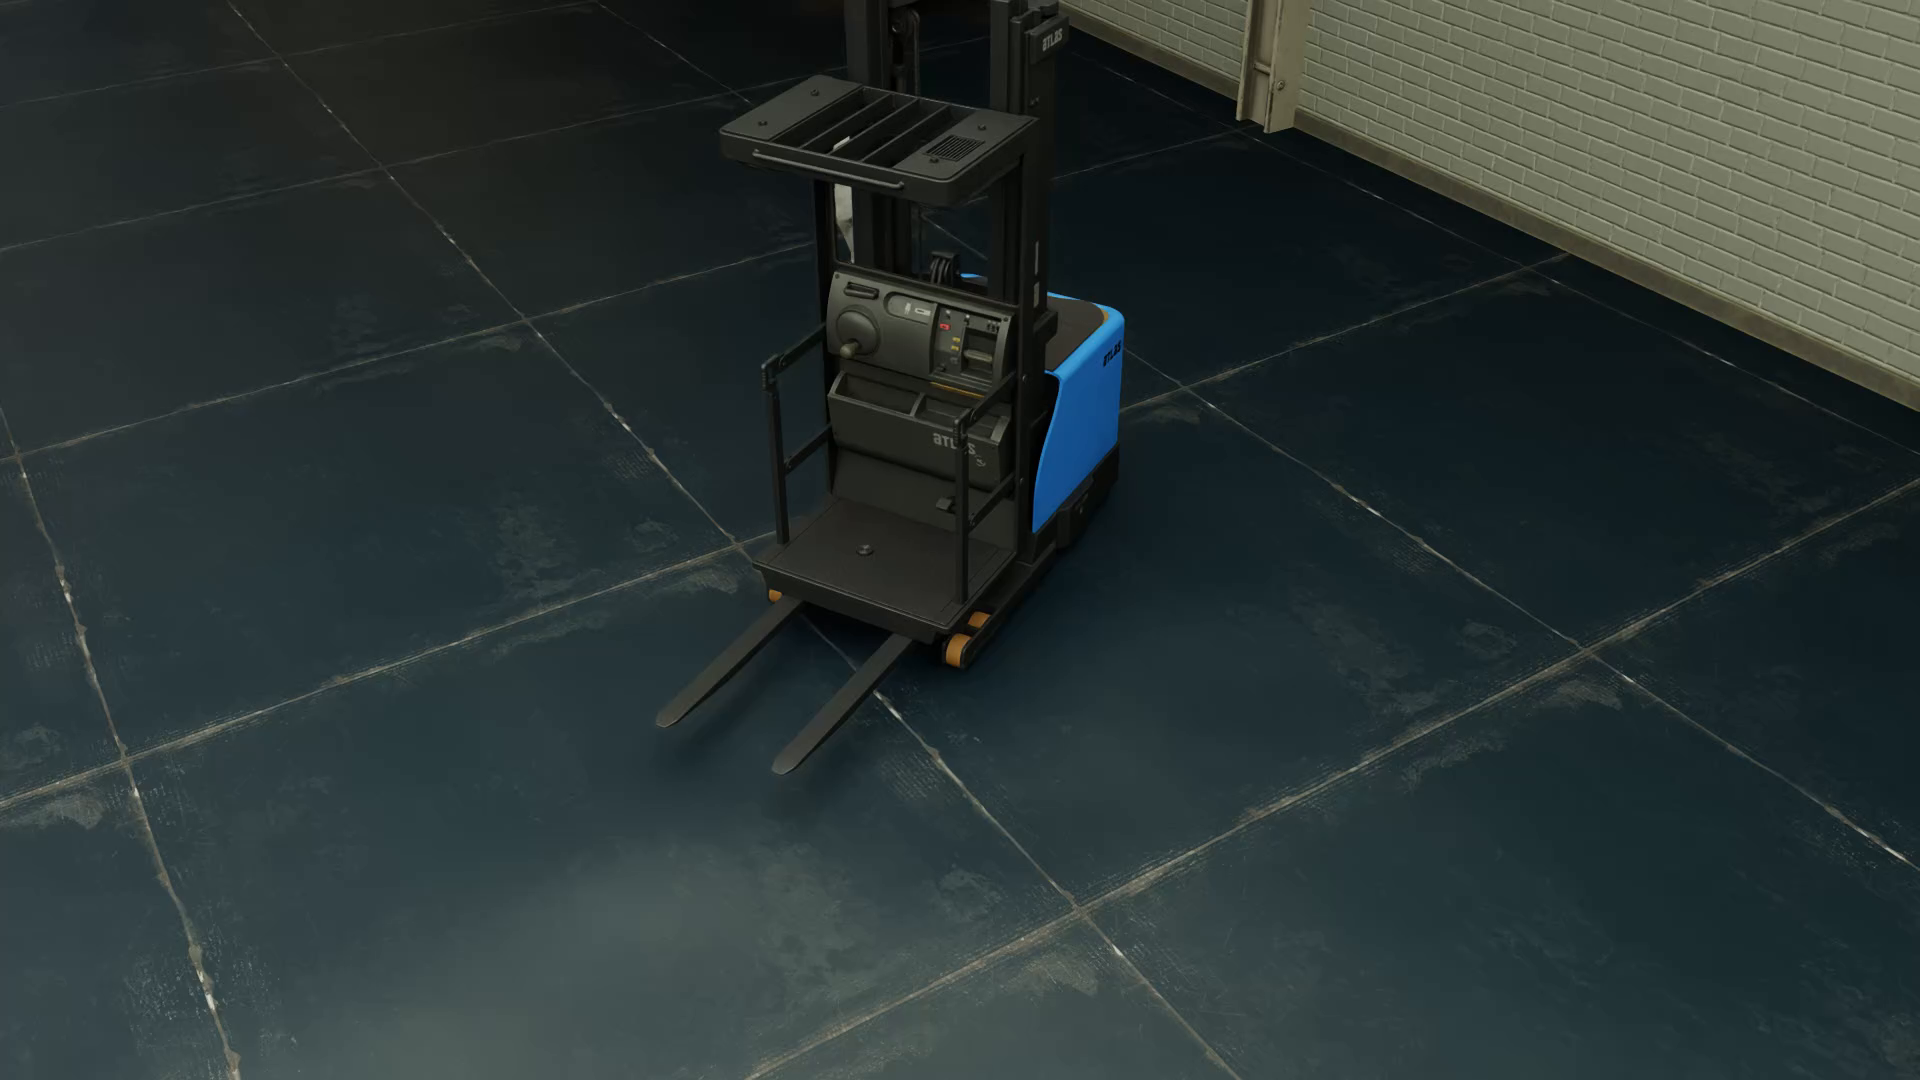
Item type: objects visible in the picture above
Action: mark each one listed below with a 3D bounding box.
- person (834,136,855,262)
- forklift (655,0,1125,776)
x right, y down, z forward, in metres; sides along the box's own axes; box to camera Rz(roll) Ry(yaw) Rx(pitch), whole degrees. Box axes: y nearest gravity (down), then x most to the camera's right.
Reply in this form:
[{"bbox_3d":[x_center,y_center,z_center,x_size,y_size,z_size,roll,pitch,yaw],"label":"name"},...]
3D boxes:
[{"bbox_3d":[-0.563,-2.008,10.121,0.579,1.653,0.361,20,40,26],"label":"person"},{"bbox_3d":[-0.296,-0.892,7.418,1.130,2.935,3.031,18,39,23],"label":"forklift"}]
